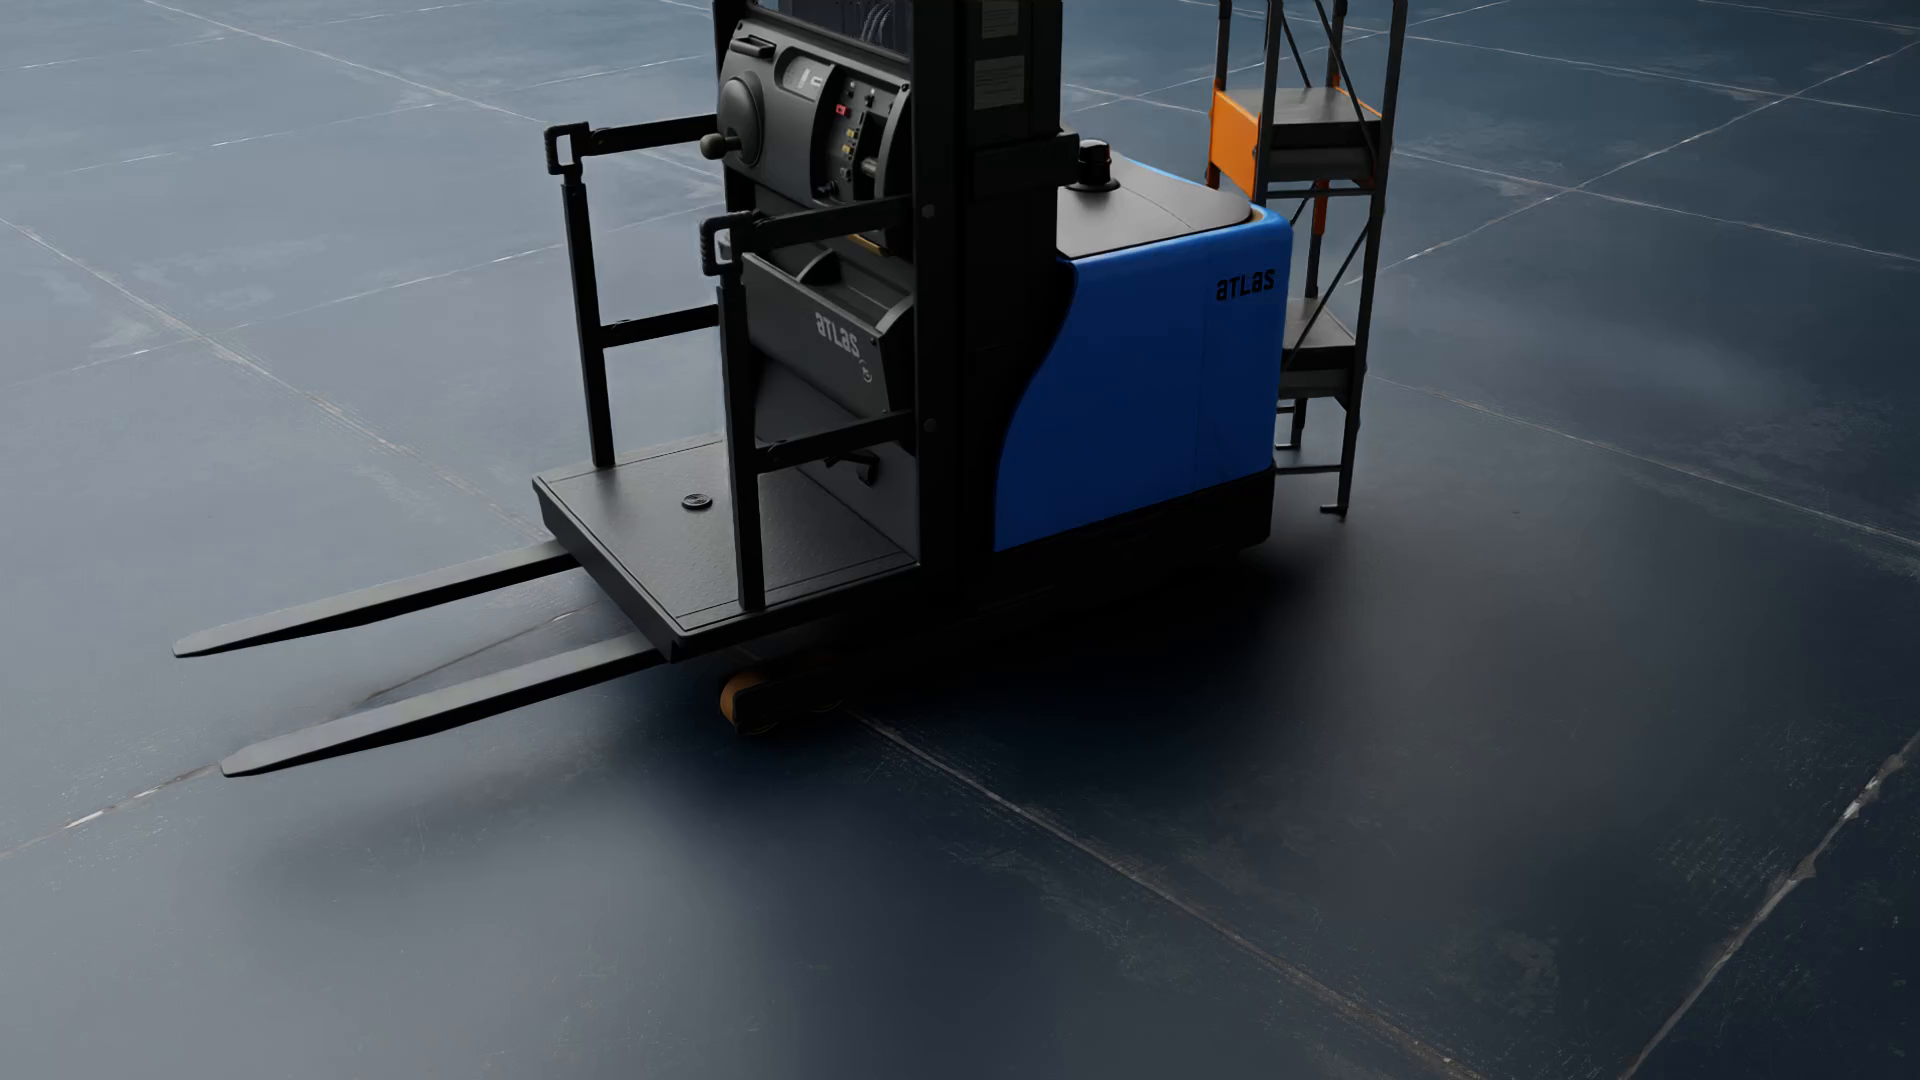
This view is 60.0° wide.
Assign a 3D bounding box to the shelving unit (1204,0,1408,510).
[{"bbox_3d":[1.035,-1.136,5.152,0.431,2.100,0.503,-4,28,-7],"label":"shelving unit"}]

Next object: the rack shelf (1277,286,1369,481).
[{"bbox_3d":[1.036,-0.503,5.481,0.431,0.518,0.480,-4,28,-7],"label":"rack shelf"}]

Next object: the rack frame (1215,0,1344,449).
[{"bbox_3d":[1.001,-1.248,5.366,0.400,2.100,0.015,-4,28,-7],"label":"rack frame"}]

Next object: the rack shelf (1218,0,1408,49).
[{"bbox_3d":[1.034,-1.745,4.835,0.431,0.518,0.480,-4,28,-7],"label":"rack shelf"}]

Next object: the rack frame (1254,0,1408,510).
[{"bbox_3d":[1.069,-1.025,4.938,0.400,2.100,0.015,-4,28,-7],"label":"rack frame"}]

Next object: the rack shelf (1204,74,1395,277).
[{"bbox_3d":[1.035,-1.124,5.158,0.431,0.518,0.480,-4,28,-7],"label":"rack shelf"}]

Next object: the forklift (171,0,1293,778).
[{"bbox_3d":[-0.562,-1.075,4.145,3.031,2.935,1.130,-16,32,-28],"label":"forklift"}]
